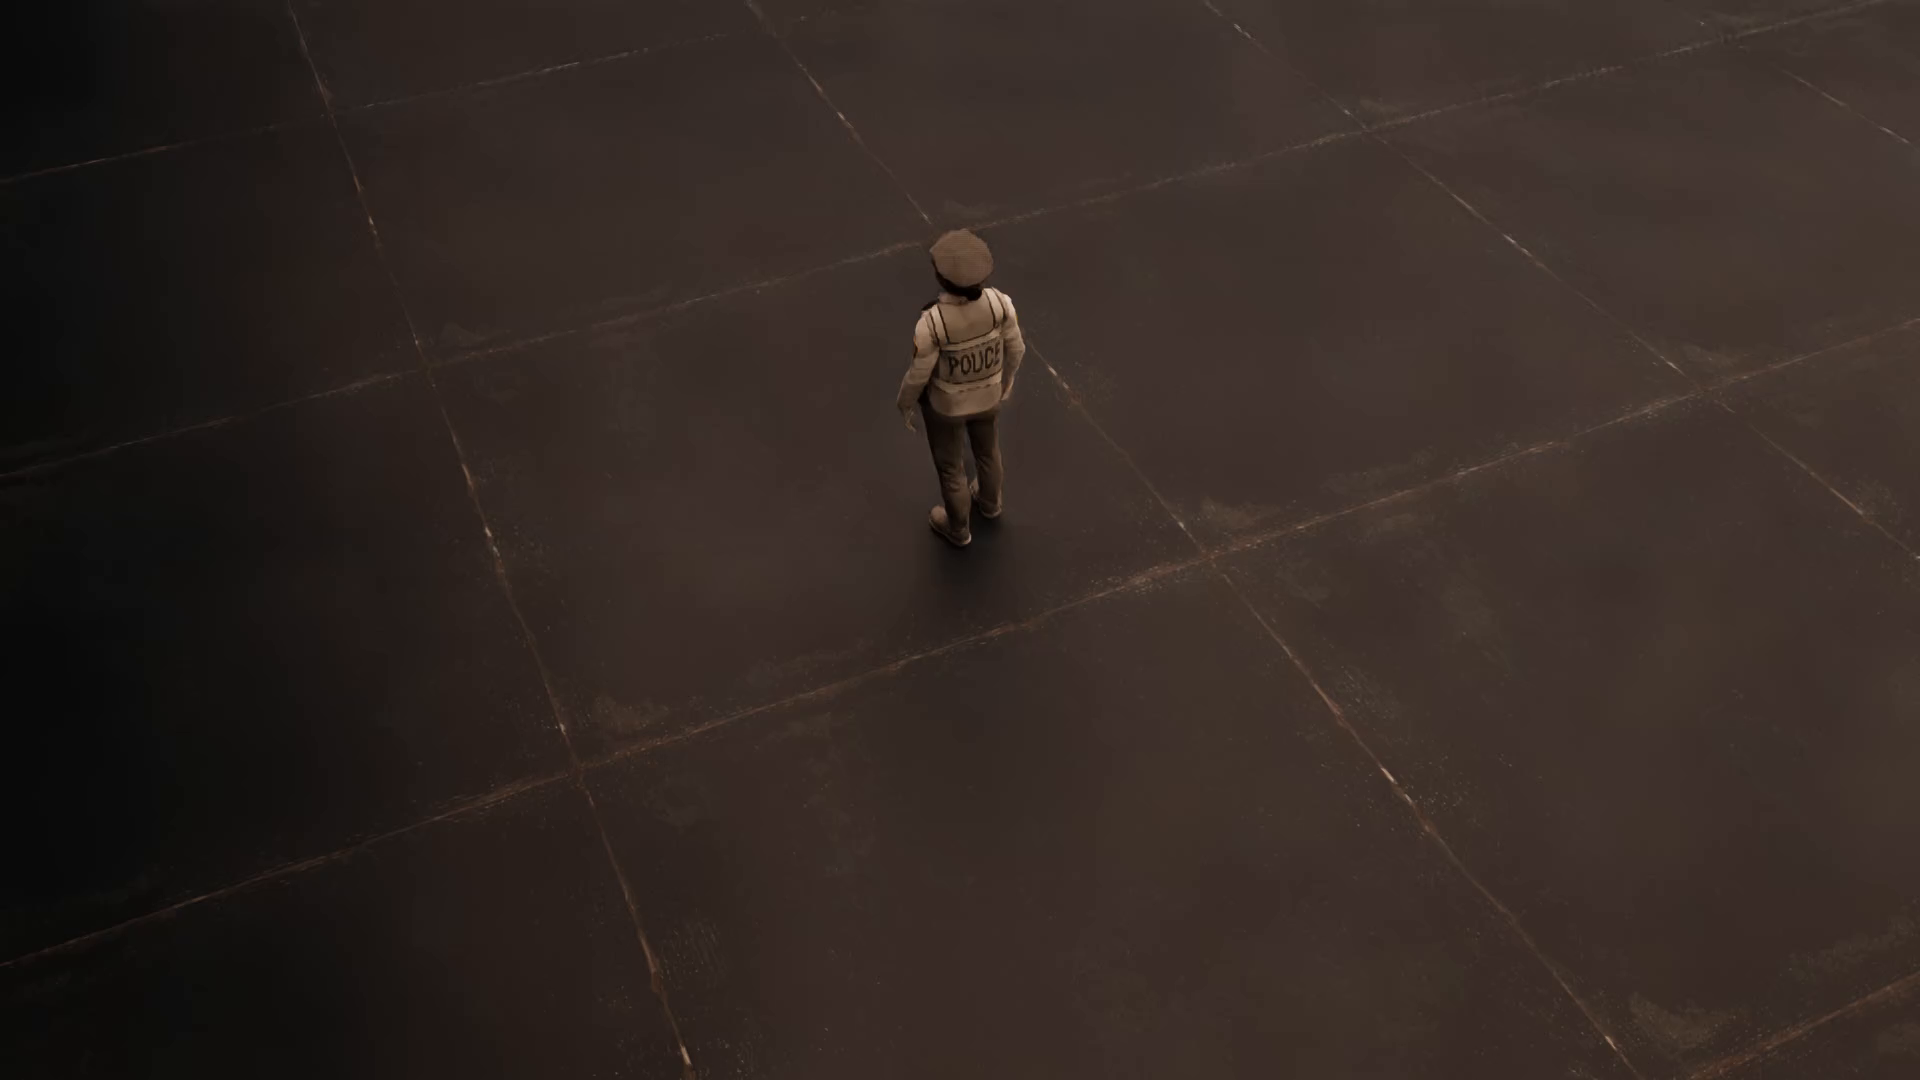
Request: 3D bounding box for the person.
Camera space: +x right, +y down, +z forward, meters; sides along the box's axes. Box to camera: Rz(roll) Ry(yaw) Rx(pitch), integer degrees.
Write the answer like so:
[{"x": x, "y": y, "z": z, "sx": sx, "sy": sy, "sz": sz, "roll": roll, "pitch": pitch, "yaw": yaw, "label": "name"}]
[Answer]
[{"x": -0.022, "y": -0.669, "z": 7.292, "sx": 0.586, "sy": 1.695, "sz": 0.533, "roll": -18, "pitch": 46, "yaw": -18, "label": "person"}]
